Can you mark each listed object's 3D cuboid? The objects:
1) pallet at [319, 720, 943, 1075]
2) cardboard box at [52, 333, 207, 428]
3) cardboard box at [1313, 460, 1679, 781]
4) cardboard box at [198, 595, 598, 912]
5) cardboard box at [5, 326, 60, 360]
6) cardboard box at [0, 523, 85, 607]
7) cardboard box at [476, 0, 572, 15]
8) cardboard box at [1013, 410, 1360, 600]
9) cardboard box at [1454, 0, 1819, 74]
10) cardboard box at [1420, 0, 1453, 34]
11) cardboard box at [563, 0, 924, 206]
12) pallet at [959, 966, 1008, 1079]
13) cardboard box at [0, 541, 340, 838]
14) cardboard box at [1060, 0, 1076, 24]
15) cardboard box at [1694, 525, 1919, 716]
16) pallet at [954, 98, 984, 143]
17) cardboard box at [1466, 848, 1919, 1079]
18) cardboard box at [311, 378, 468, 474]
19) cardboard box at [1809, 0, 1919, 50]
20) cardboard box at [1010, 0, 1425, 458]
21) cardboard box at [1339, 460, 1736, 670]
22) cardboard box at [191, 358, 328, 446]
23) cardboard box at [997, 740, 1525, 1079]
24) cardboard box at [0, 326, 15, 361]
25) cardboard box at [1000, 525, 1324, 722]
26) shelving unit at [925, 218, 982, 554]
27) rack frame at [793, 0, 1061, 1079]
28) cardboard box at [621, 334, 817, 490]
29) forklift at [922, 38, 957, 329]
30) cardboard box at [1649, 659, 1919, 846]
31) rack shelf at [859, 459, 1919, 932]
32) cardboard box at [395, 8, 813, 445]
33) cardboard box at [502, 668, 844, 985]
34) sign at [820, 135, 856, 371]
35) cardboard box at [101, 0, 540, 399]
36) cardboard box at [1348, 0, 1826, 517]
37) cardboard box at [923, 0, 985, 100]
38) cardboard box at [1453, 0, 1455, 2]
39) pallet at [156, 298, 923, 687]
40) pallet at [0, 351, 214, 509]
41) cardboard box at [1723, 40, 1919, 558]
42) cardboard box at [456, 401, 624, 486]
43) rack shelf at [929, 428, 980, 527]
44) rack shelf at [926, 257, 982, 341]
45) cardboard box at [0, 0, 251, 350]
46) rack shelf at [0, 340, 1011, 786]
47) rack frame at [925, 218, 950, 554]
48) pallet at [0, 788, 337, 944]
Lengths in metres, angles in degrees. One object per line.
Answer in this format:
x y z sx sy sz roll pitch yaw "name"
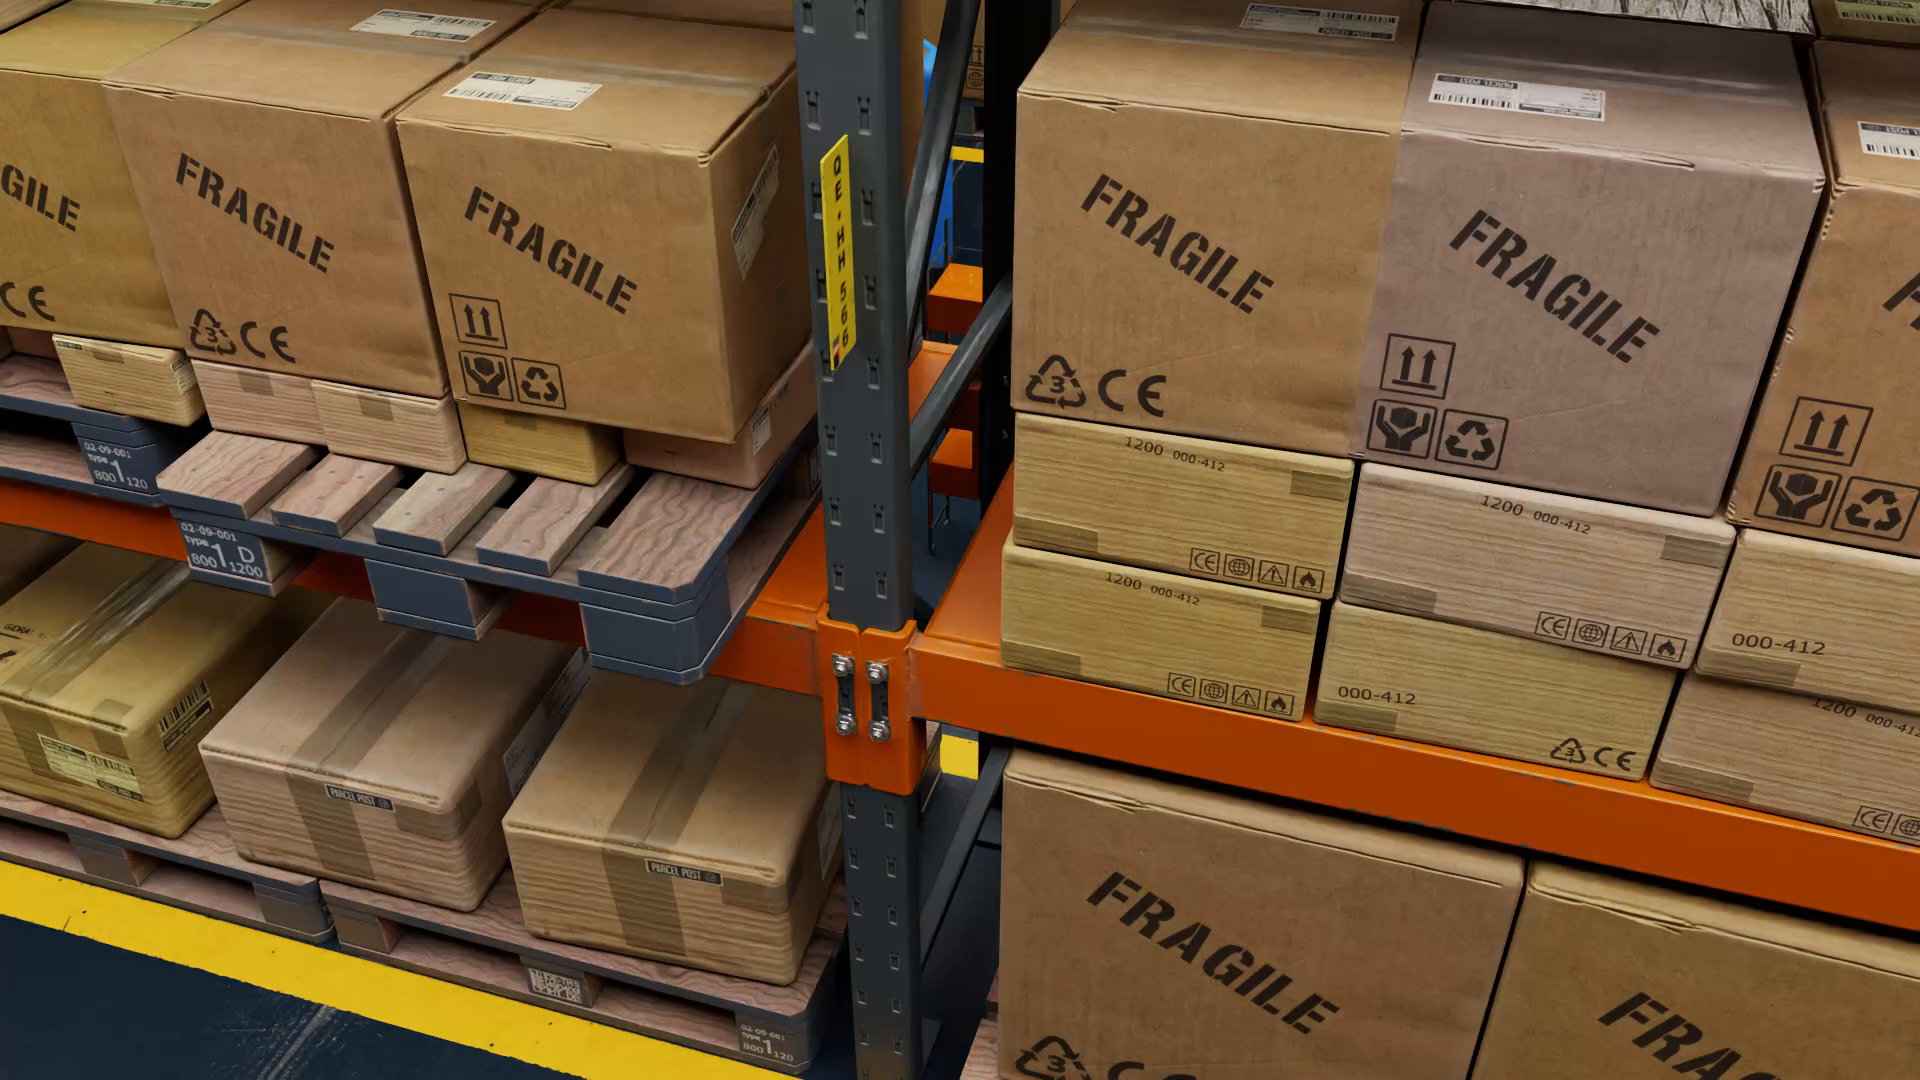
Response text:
-0.763 0.706 4.112 1.213 0.211 1.003 10 38 14 "pallet"
-1.436 -0.386 3.102 0.250 0.149 0.380 11 38 15 "cardboard box"
0.870 0.092 2.721 0.500 0.250 0.500 9 37 13 "cardboard box"
-1.260 0.380 4.066 0.625 0.372 0.950 10 37 13 "cardboard box"
-1.639 -0.502 3.259 0.250 0.149 0.380 11 38 14 "cardboard box"
-2.647 0.121 4.418 0.625 0.372 0.950 13 38 17 "cardboard box"
-0.877 -0.906 3.260 0.500 0.500 0.500 12 38 16 "cardboard box"
0.393 -0.190 2.682 0.500 0.250 0.500 10 38 14 "cardboard box"
1.046 -0.691 2.731 0.500 0.500 0.500 11 38 15 "cardboard box"
0.554 -0.777 2.848 0.500 0.500 0.500 10 37 13 "cardboard box"
-0.378 -0.818 3.141 0.500 0.500 0.500 9 37 13 "cardboard box"
0.713 1.027 3.676 1.213 0.211 1.003 10 38 14 "pallet"
-1.982 0.243 4.252 0.625 0.372 0.950 12 38 15 "cardboard box"
0.808 -2.518 7.684 0.750 0.750 1.050 10 38 13 "cardboard box"
1.358 -0.002 2.428 0.500 0.250 0.500 10 38 14 "cardboard box"
0.632 -2.155 8.000 1.213 0.211 1.003 10 38 14 "pallet"
1.467 0.738 3.155 0.875 0.875 0.875 11 38 14 "cardboard box"
-0.932 -0.296 2.980 0.250 0.149 0.380 10 38 14 "cardboard box"
1.519 -0.600 2.607 0.500 0.500 0.500 11 38 14 "cardboard box"
0.381 -0.495 2.465 0.500 0.500 0.500 9 37 12 "cardboard box"
0.886 -0.098 2.557 0.500 0.250 0.500 11 38 15 "cardboard box"
-1.169 -0.345 3.046 0.250 0.149 0.380 9 37 12 "cardboard box"
0.617 0.578 3.373 0.875 0.875 0.875 10 38 13 "cardboard box"
-1.903 -0.500 3.256 0.250 0.149 0.380 9 37 12 "cardboard box"
0.375 0.011 2.831 0.500 0.250 0.500 10 37 13 "cardboard box"
0.051 -0.413 4.926 0.252 1.050 0.215 10 38 14 "shelving unit"
-0.017 -0.278 3.097 0.127 3.000 1.000 10 38 14 "rack frame"
-0.400 -0.271 2.945 0.250 0.149 0.380 12 38 16 "cardboard box"
-1.136 -2.611 6.325 1.130 2.935 3.031 -17 40 -22 "forklift"
1.369 0.188 2.590 0.500 0.250 0.500 12 38 15 "cardboard box"
1.892 0.365 2.830 4.000 0.370 1.077 10 38 14 "rack shelf"
-0.534 -0.530 2.750 0.500 0.500 0.500 9 37 13 "cardboard box"
-0.554 0.506 3.895 0.625 0.372 0.950 8 37 11 "cardboard box"
-0.170 -0.404 2.358 0.005 0.325 0.100 10 38 14 "sign"
-1.031 -0.615 2.866 0.500 0.500 0.500 10 38 13 "cardboard box"
0.857 -0.413 2.353 0.500 0.500 0.500 11 38 14 "cardboard box"
-0.028 -2.671 7.892 0.750 0.750 1.050 11 38 15 "cardboard box"
1.948 -2.302 6.969 0.500 0.250 0.500 9 37 12 "cardboard box"
-0.729 -0.266 3.243 1.003 0.211 1.213 10 38 14 "pallet"
-1.919 -0.527 3.598 1.213 0.211 1.003 10 38 14 "pallet"
1.346 -0.313 2.217 0.500 0.500 0.500 12 38 15 "cardboard box"
-0.678 -0.277 2.954 0.250 0.149 0.380 11 38 15 "cardboard box"
0.051 -0.181 5.097 0.240 0.259 0.215 10 38 14 "rack shelf"
0.051 -0.633 4.764 0.240 0.259 0.215 10 38 14 "rack shelf"
-1.513 -0.704 2.986 0.500 0.500 0.500 8 37 11 "cardboard box"
-1.926 -0.342 3.791 4.000 0.370 1.077 10 38 14 "rack shelf"
-0.065 -0.435 4.955 0.008 1.050 0.200 10 38 14 "rack frame"
-1.923 0.489 4.407 1.213 0.211 1.003 10 38 14 "pallet"
